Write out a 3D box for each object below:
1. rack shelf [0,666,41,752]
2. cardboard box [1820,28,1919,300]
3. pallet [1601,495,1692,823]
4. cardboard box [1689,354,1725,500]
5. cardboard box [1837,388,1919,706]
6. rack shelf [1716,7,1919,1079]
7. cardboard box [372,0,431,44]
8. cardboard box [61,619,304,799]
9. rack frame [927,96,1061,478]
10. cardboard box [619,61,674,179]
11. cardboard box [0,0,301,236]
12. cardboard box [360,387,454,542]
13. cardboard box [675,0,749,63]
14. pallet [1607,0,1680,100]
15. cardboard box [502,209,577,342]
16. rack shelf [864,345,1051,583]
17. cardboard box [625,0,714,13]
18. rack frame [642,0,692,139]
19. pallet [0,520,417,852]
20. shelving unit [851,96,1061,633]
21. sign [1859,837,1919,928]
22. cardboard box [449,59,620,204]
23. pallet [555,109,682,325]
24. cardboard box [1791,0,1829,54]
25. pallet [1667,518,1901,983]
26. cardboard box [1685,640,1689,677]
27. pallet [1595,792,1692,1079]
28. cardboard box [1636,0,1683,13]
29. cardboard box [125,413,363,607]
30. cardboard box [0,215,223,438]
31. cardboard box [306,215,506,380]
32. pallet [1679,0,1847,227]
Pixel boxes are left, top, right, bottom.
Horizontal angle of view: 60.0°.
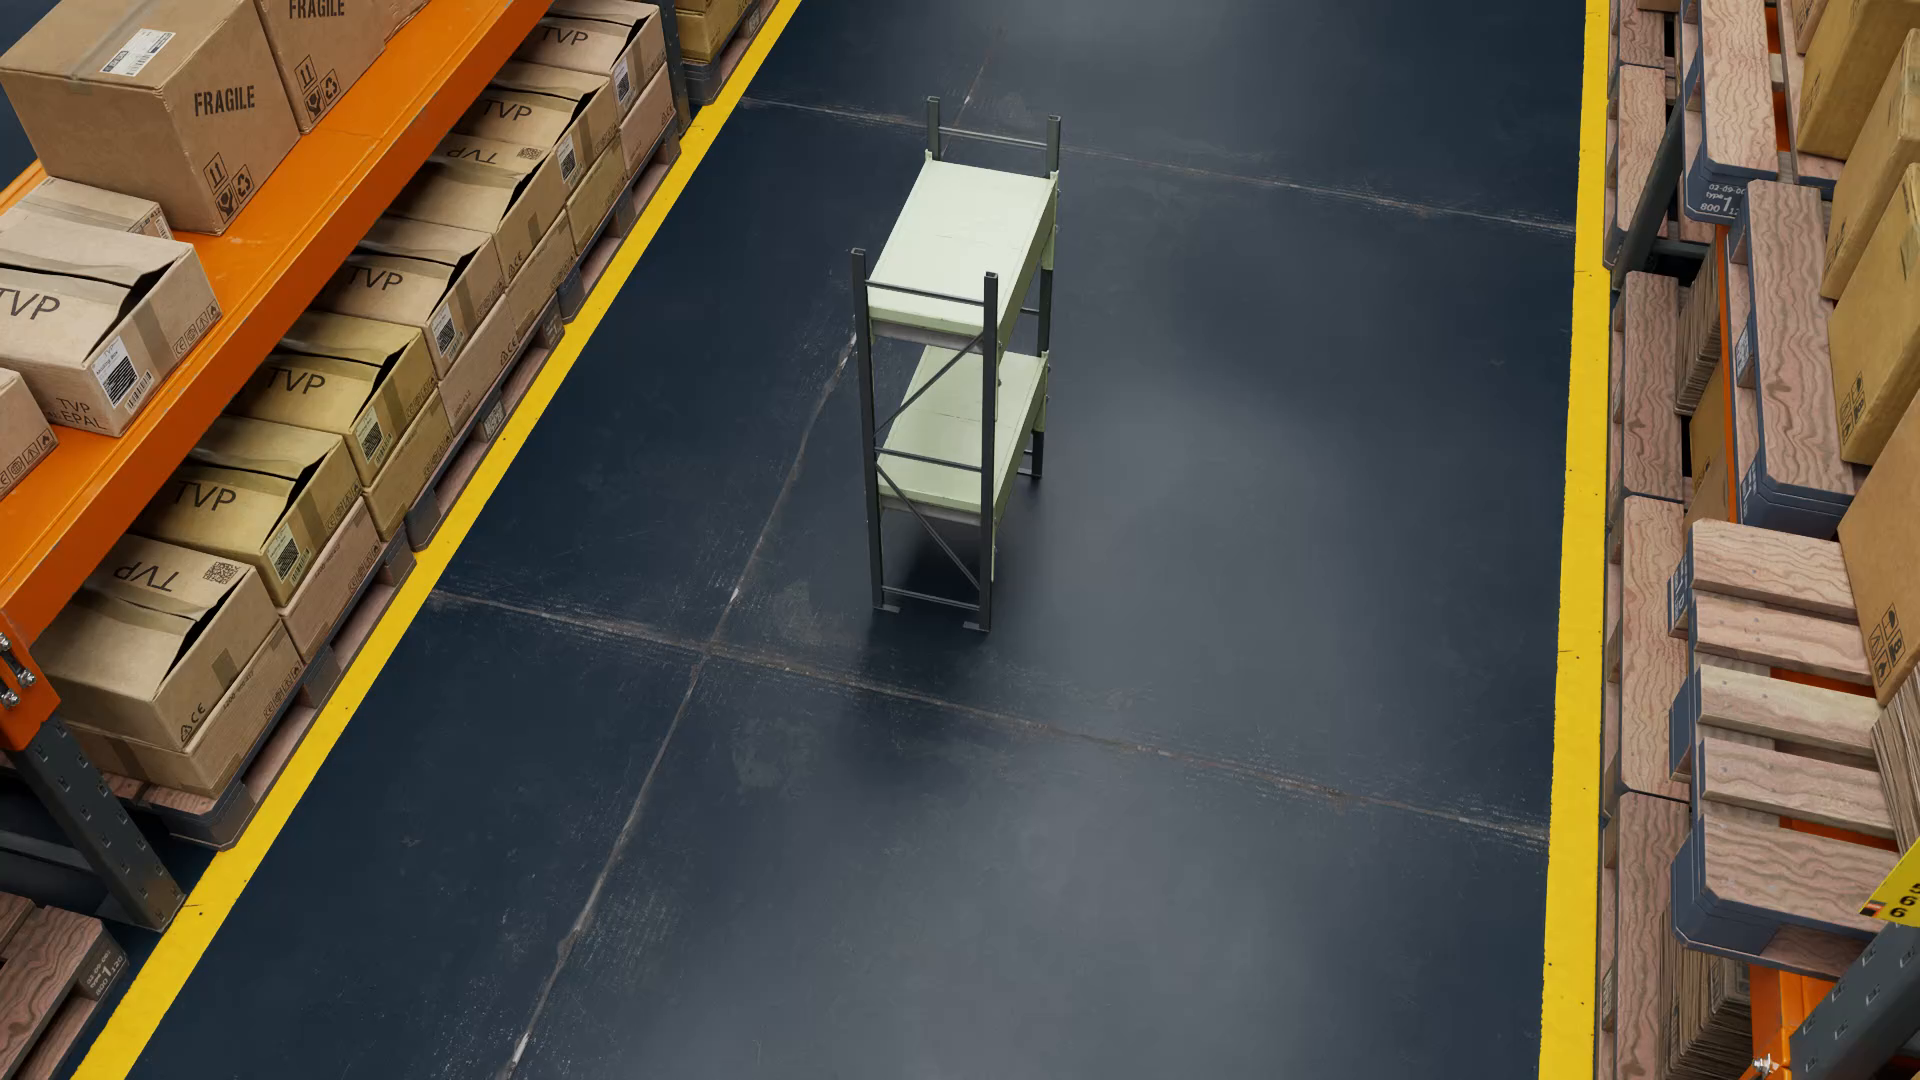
[{"bbox_3d":[-3.268,1.677,2.749,1.077,0.370,4.000,12,50,10],"label":"rack shelf"},{"bbox_3d":[2.627,-0.858,4.146,0.700,0.500,0.500,18,51,15],"label":"cardboard box"},{"bbox_3d":[2.568,0.446,5.216,1.003,0.211,1.213,12,50,10],"label":"pallet"},{"bbox_3d":[2.826,-0.325,5.410,0.700,0.500,0.500,11,49,9],"label":"cardboard box"},{"bbox_3d":[2.273,0.037,3.356,0.700,0.500,0.500,7,49,6],"label":"cardboard box"},{"bbox_3d":[2.565,-0.241,4.442,1.077,0.370,4.000,12,50,10],"label":"rack shelf"},{"bbox_3d":[-2.046,-2.000,5.448,0.500,0.500,0.500,15,50,13],"label":"cardboard box"},{"bbox_3d":[-2.321,0.443,4.912,0.500,0.250,0.500,11,50,10],"label":"cardboard box"},{"bbox_3d":[0.098,-0.766,5.426,0.400,1.500,0.023,12,50,10],"label":"rack frame"},{"bbox_3d":[-1.519,-1.773,6.868,0.500,0.250,0.500,11,50,10],"label":"cardboard box"},{"bbox_3d":[-2.316,-1.257,4.792,0.500,0.500,0.500,9,49,8],"label":"cardboard box"},{"bbox_3d":[-2.058,-0.298,5.566,0.500,0.250,0.500,10,49,9],"label":"cardboard box"},{"bbox_3d":[-1.274,-2.405,7.426,0.500,0.250,0.500,12,50,10],"label":"cardboard box"},{"bbox_3d":[3.553,-2.381,7.711,1.003,0.211,1.213,12,50,10],"label":"pallet"},{"bbox_3d":[-1.788,-1.037,6.218,0.500,0.250,0.500,13,50,11],"label":"cardboard box"},{"bbox_3d":[0.002,-0.285,5.436,0.431,0.370,0.720,12,50,10],"label":"rack shelf"},{"bbox_3d":[-1.265,-2.651,7.143,0.500,0.500,0.500,12,50,10],"label":"cardboard box"},{"bbox_3d":[-1.689,-2.901,6.309,1.000,3.000,0.127,12,50,10],"label":"rack frame"},{"bbox_3d":[-2.488,0.328,5.320,1.003,0.211,1.213,12,50,10],"label":"pallet"},{"bbox_3d":[0.002,-0.501,5.192,0.431,1.500,0.755,12,50,10],"label":"shelving unit"},{"bbox_3d":[1.512,0.510,2.579,0.100,0.325,0.005,12,50,10],"label":"sign"},{"bbox_3d":[-1.650,-1.588,6.331,0.500,0.311,0.500,13,50,11],"label":"cardboard box"},{"bbox_3d":[-1.845,-1.437,6.878,1.003,0.211,1.213,12,50,10],"label":"pallet"},{"bbox_3d":[2.924,-1.743,4.928,0.700,0.500,0.500,12,50,10],"label":"cardboard box"},{"bbox_3d":[2.123,0.495,3.441,1.213,0.211,1.003,12,50,10],"label":"pallet"},{"bbox_3d":[2.529,0.403,4.767,0.700,0.500,0.500,11,50,10],"label":"cardboard box"},{"bbox_3d":[2.245,1.325,4.440,1.003,0.211,1.213,12,50,10],"label":"pallet"},{"bbox_3d":[3.483,-2.722,7.525,0.700,0.500,0.500,9,49,8],"label":"cardboard box"},{"bbox_3d":[-2.191,-0.124,5.039,0.500,0.311,0.500,10,49,9],"label":"cardboard box"},{"bbox_3d":[-2.320,-0.587,4.326,0.500,0.311,0.500,11,49,10],"label":"cardboard box"},{"bbox_3d":[-1.919,-0.865,5.692,0.500,0.311,0.500,11,49,10],"label":"cardboard box"},{"bbox_3d":[2.749,-1.338,5.058,1.003,0.211,1.213,12,50,10],"label":"pallet"}]
